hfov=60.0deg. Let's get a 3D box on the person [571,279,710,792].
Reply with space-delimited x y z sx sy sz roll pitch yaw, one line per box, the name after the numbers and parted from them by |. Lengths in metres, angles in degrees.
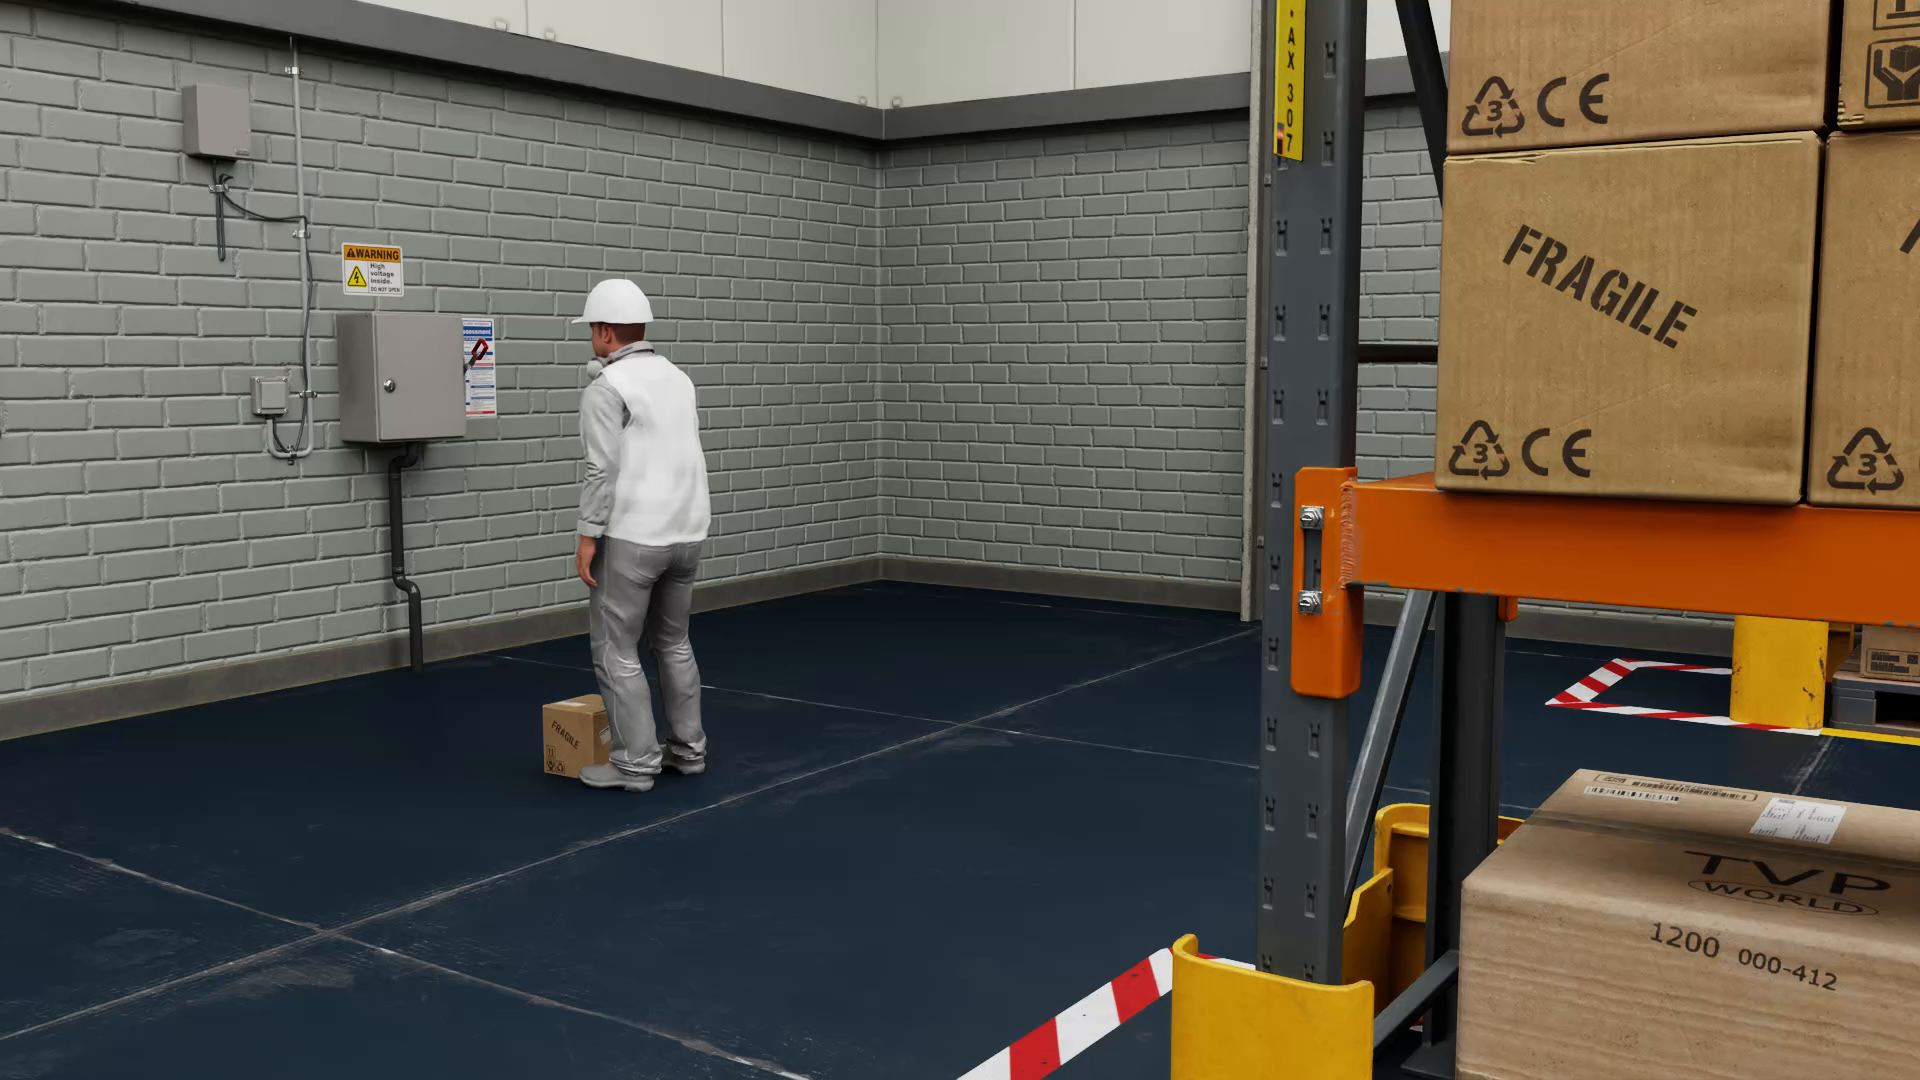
-1.125 -0.020 5.844 0.462 1.769 0.594 4 7 30 | person
